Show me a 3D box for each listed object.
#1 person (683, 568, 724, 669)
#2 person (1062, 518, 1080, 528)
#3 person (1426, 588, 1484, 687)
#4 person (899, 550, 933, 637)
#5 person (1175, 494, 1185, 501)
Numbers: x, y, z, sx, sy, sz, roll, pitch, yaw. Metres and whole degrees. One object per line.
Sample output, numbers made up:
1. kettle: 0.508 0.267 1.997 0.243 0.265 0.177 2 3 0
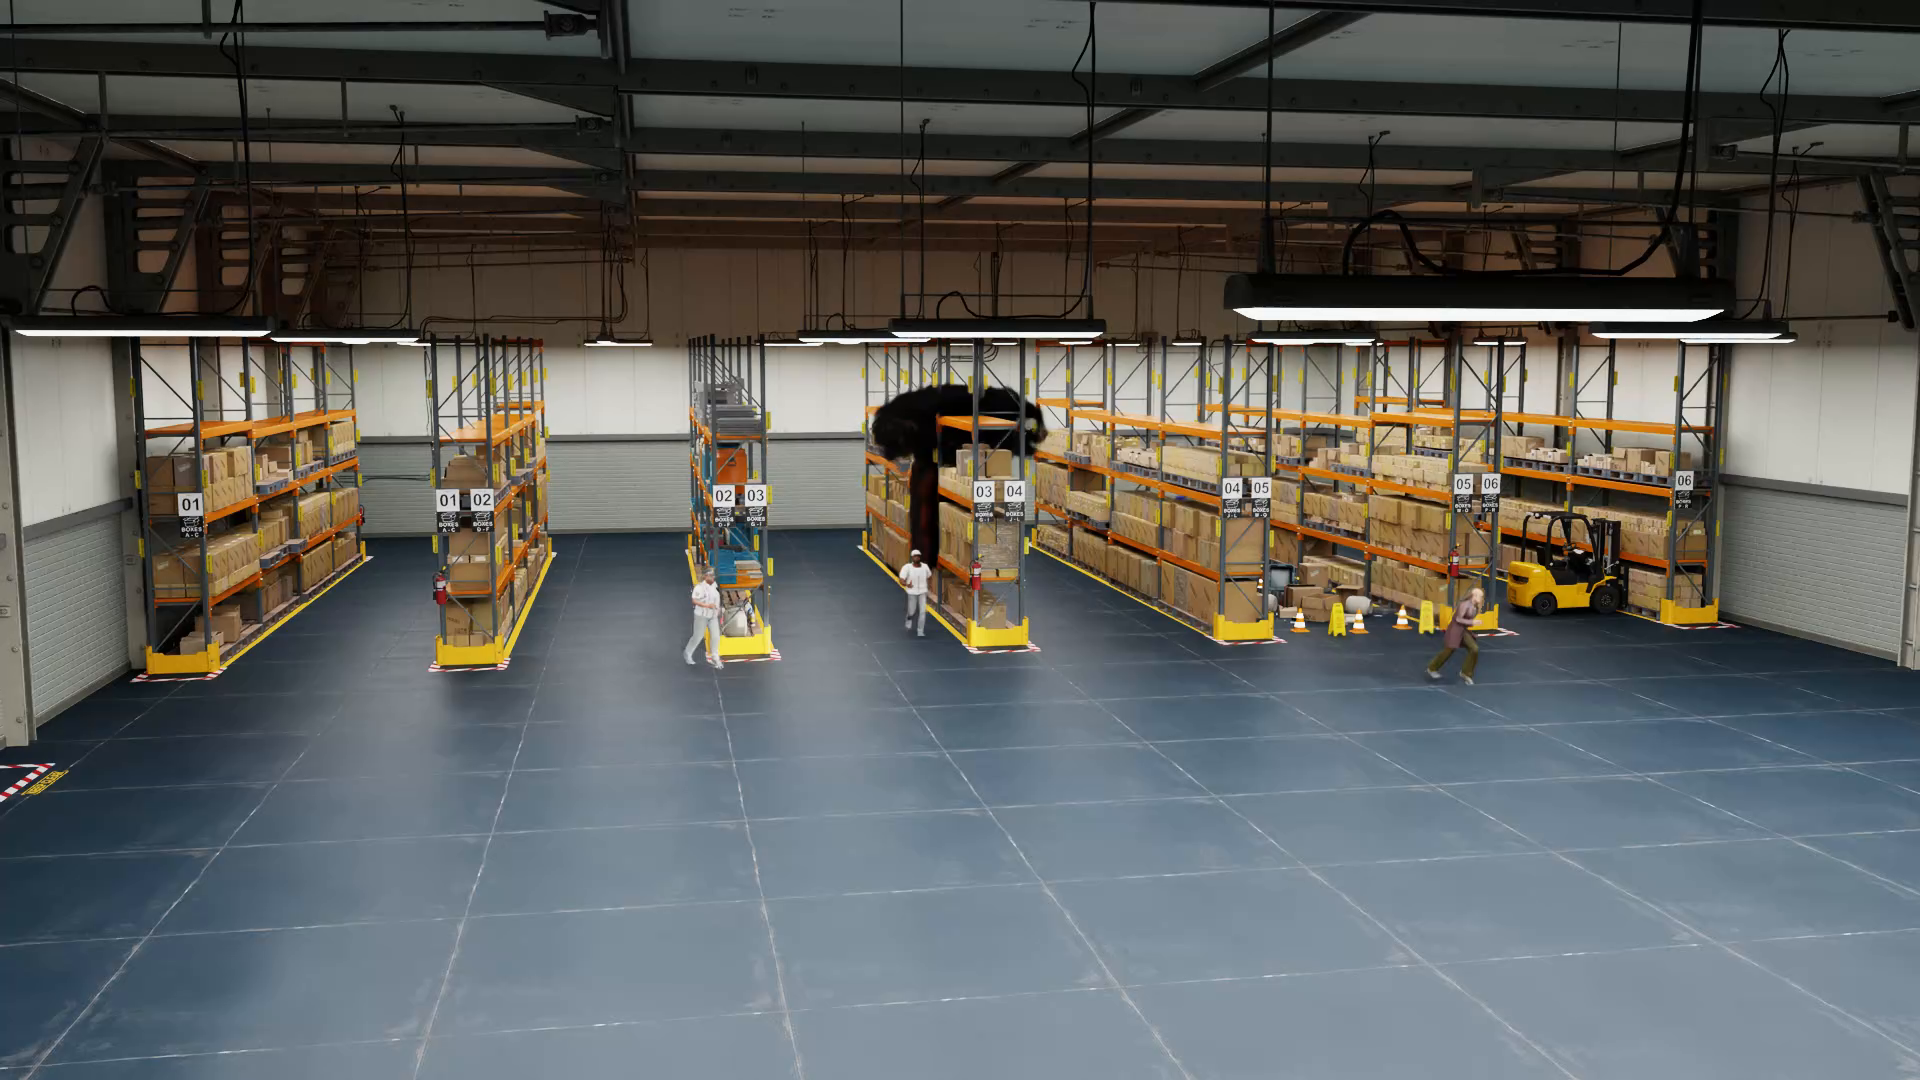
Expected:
1. person: -4.580 1.399 30.126 0.855 1.820 0.700 5 9 40
2. person: 3.408 -0.858 50.226 0.683 1.684 0.547 -4 7 -29
3. person: 8.536 1.656 28.535 1.037 1.737 0.751 6 9 45
4. person: -0.865 1.054 33.311 0.714 1.734 0.793 -2 7 -15
5. person: 6.775 -0.853 50.654 0.761 1.640 0.612 0 7 -3
